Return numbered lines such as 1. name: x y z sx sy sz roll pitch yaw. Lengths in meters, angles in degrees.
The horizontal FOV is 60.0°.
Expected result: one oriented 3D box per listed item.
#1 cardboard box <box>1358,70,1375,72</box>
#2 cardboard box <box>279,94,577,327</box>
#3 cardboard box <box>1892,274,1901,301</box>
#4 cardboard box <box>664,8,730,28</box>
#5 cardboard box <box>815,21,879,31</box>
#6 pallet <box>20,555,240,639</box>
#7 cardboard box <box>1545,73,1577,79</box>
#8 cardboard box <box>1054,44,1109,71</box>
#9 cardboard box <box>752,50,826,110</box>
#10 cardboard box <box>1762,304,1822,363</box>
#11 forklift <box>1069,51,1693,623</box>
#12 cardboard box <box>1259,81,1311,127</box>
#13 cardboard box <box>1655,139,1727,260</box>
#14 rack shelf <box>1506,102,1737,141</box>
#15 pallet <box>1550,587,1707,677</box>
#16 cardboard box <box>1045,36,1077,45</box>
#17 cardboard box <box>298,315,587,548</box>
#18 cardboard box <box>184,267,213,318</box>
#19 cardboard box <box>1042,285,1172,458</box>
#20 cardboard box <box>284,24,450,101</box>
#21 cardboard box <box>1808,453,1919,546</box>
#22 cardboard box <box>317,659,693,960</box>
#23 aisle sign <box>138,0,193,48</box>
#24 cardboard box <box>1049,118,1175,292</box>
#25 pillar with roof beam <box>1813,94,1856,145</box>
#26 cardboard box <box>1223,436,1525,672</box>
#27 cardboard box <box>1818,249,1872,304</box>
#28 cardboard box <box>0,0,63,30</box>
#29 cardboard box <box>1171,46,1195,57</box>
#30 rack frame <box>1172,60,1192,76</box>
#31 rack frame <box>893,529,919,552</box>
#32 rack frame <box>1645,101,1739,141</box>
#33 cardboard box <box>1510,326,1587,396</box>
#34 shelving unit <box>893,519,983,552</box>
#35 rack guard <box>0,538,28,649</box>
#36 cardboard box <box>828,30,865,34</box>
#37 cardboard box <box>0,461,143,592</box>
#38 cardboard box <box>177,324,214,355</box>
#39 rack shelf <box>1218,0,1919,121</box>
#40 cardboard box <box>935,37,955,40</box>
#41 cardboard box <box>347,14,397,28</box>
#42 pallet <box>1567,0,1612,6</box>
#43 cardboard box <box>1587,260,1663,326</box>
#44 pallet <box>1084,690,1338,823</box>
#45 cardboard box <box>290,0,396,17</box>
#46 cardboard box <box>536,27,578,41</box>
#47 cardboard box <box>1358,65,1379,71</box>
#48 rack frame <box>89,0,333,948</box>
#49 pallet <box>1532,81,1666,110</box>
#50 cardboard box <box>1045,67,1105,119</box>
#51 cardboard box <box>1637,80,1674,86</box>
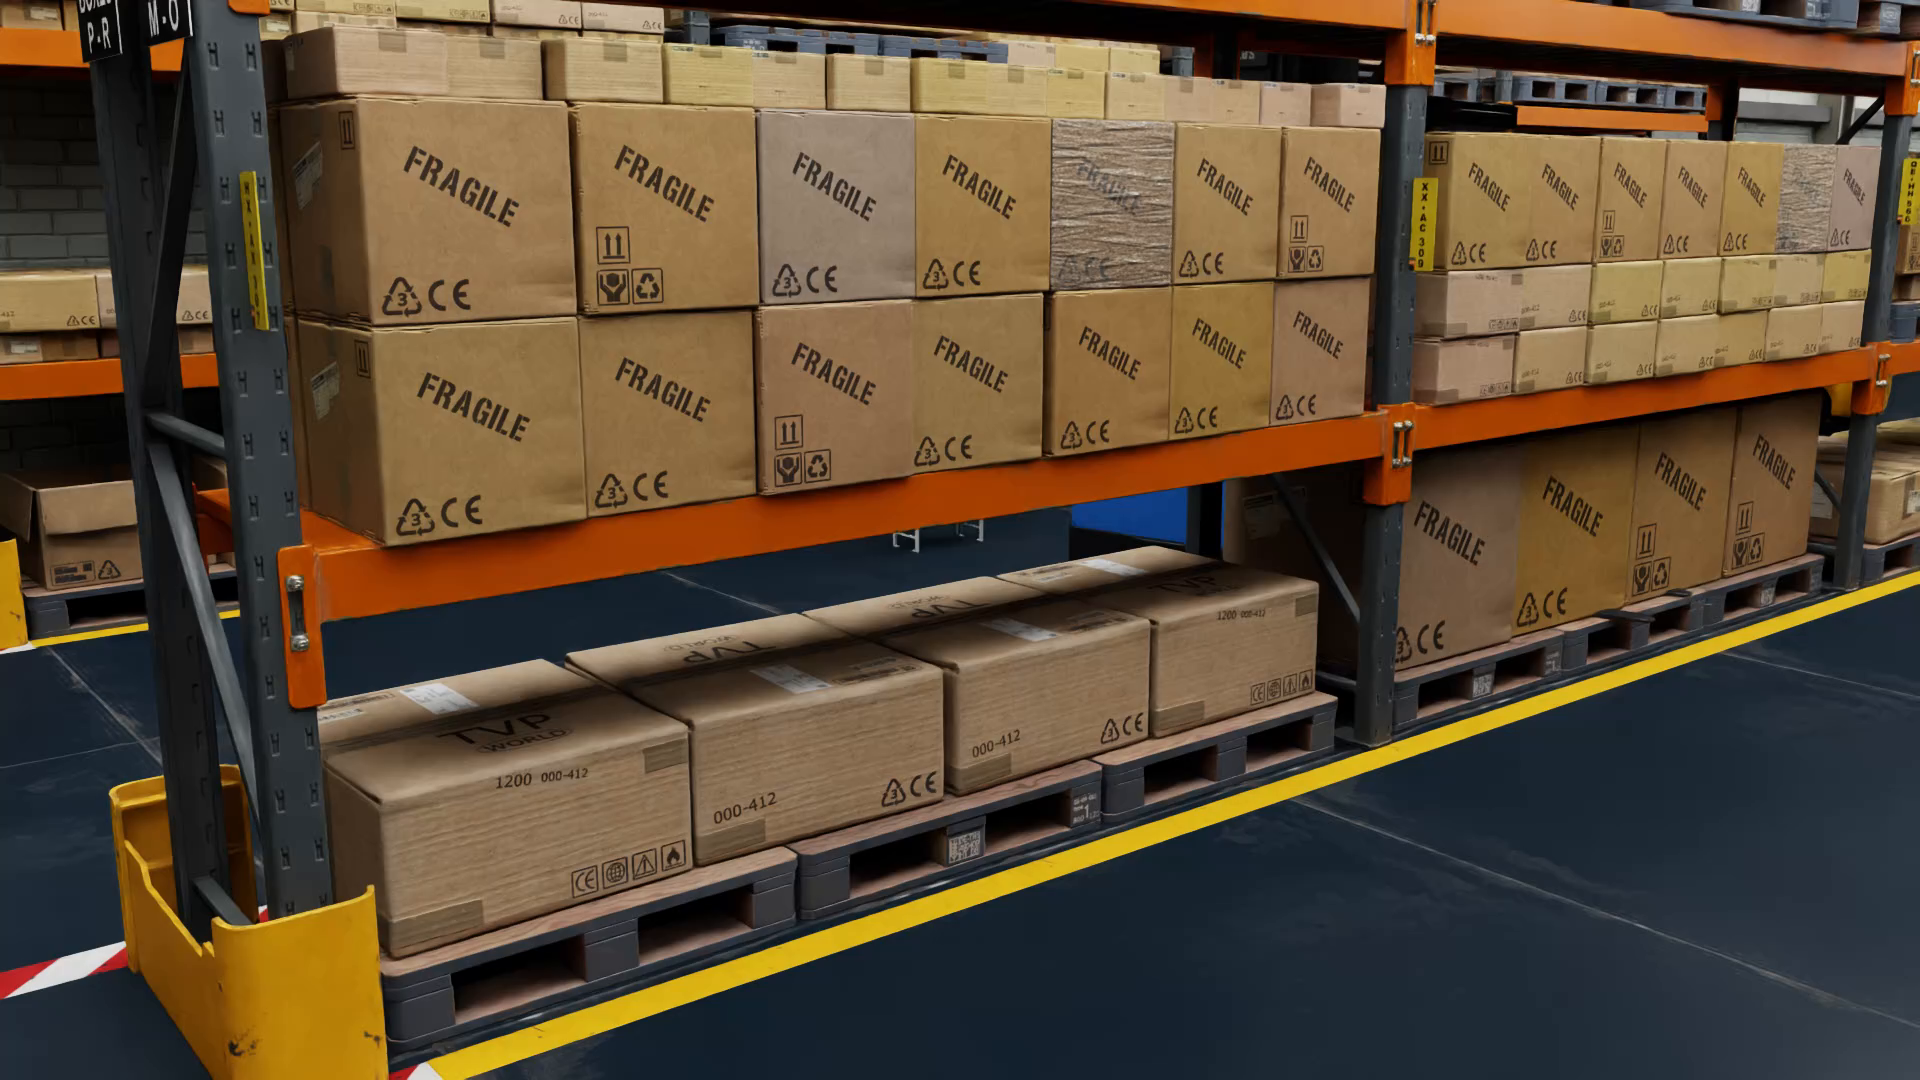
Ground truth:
1. cardboard box: 3.541 -4.063 14.174 0.250 0.149 0.380 -9 15 -38
2. cardboard box: -1.267 -0.787 3.967 0.500 0.500 0.500 -10 15 -39
3. cardboard box: 4.797 -1.366 8.933 0.250 0.149 0.380 -11 16 -41
4. cardboard box: -1.606 -3.206 10.137 0.250 0.149 0.380 -9 15 -38
5. cardboard box: -0.707 -3.225 10.229 0.250 0.149 0.380 -9 15 -37
6. pallet: -4.242 0.213 8.618 1.213 0.211 1.003 -9 15 -38
7. cardboard box: 5.249 -4.341 15.093 0.500 0.311 0.500 -9 15 -37
8. cardboard box: 0.683 -3.298 11.580 0.500 0.250 0.500 -9 15 -37
9. cardboard box: -0.568 -1.230 4.490 0.250 0.149 0.380 -9 15 -37
10. cardboard box: 3.806 -1.021 8.078 0.500 0.250 0.500 -9 15 -37
11. forklift: 2.069 -1.102 8.263 3.031 2.935 1.130 9 15 37
12. cardboard box: 0.989 -1.499 5.758 0.250 0.149 0.380 -9 15 -36
13. cardboard box: 3.000 -1.504 7.342 0.500 0.500 0.500 -10 15 -39
14. rack shelf: 6.009 -3.970 16.113 4.000 0.370 1.077 -9 15 -38
15. pallet: 2.813 0.340 8.018 1.213 0.211 1.003 -9 15 -38
16. cardboard box: 0.595 -3.480 11.475 0.250 0.149 0.380 -9 15 -38
17. cardboard box: -1.265 -0.298 4.069 0.500 0.500 0.500 -10 15 -38
18. cardboard box: -3.613 -1.257 8.471 0.500 0.250 0.500 -10 15 -39
19. cardboard box: 0.320 -0.564 5.323 0.500 0.500 0.500 -10 15 -38
20. cardboard box: -1.369 -1.090 3.829 0.250 0.149 0.380 -9 15 -36
21. cardboard box: 4.875 -0.263 9.461 0.625 0.372 0.950 -11 16 -41
22. cardboard box: -1.367 0.713 4.707 0.875 0.438 0.875 -10 16 -40
23. aisle sign: -1.694 -1.448 3.470 0.004 0.787 0.394 -9 15 -38
24. cardboard box: 0.315 -1.052 5.214 0.500 0.500 0.500 -9 15 -37
25. pillar with roof beam: 13.838 -6.185 17.590 0.400 9.000 9.100 -9 15 -38
26. cardboard box: 1.738 -0.012 7.067 0.875 0.875 0.875 -9 15 -36
27. cardboard box: 4.208 -1.338 8.367 0.500 0.250 0.500 -10 15 -38
28. cardboard box: -4.341 -2.424 7.706 0.250 0.149 0.380 -9 15 -37
29. cardboard box: 1.786 -3.679 12.323 0.250 0.166 0.380 -9 15 -38
30. rack frame: 1.324 -2.076 12.683 0.127 3.000 1.000 -9 15 -38
31. rack frame: -0.320 -0.534 9.754 0.015 1.200 0.240 -9 15 -38
32. rack frame: 7.571 -3.114 17.572 0.127 3.000 1.000 -9 15 -38
33. cardboard box: 2.216 -0.760 6.850 0.500 0.250 0.500 -10 16 -39
34. shelving unit: -0.129 -0.565 9.903 0.503 1.200 0.258 -9 15 -38
35. rack guard: -4.864 0.175 8.100 0.348 0.500 1.175 -9 15 -38
36. cardboard box: -0.831 -3.350 10.814 0.250 0.149 0.380 -10 16 -39
37. cardboard box: -4.386 -0.086 8.311 0.637 0.503 0.797 -10 16 -40
38. cardboard box: -3.906 -1.016 8.297 0.250 0.149 0.380 -9 15 -36
39. rack shelf: 2.866 -2.127 7.435 4.000 0.370 1.077 -9 15 -38
40. cardboard box: -0.122 -3.496 11.550 0.250 0.149 0.380 -10 15 -38
41. cardboard box: -3.080 -2.602 8.545 0.250 0.149 0.380 -9 15 -37
42. pallet: 1.989 -2.253 6.756 1.217 0.209 0.805 -10 16 -40
43. cardboard box: 2.624 -1.068 7.095 0.500 0.250 0.500 -9 15 -37
44. pallet: 0.661 0.698 6.334 1.213 0.211 1.003 -9 15 -38
45. cardboard box: -3.225 -2.795 8.493 0.500 0.250 0.500 -10 15 -39
46. cardboard box: -2.304 -2.742 9.203 0.250 0.149 0.380 -9 15 -36
47. cardboard box: 3.435 -4.040 13.674 0.500 0.311 0.500 -10 16 -40
48. rack frame: -1.819 -0.233 4.005 0.127 3.000 1.000 -9 15 -38
49. pallet: 6.049 -4.291 16.107 1.213 0.211 1.003 -9 15 -38
50. cardboard box: 0.225 -1.360 5.104 0.250 0.149 0.380 -10 15 -39
51. cardboard box: 6.515 -4.671 16.190 0.500 0.500 0.700 -9 15 -37
